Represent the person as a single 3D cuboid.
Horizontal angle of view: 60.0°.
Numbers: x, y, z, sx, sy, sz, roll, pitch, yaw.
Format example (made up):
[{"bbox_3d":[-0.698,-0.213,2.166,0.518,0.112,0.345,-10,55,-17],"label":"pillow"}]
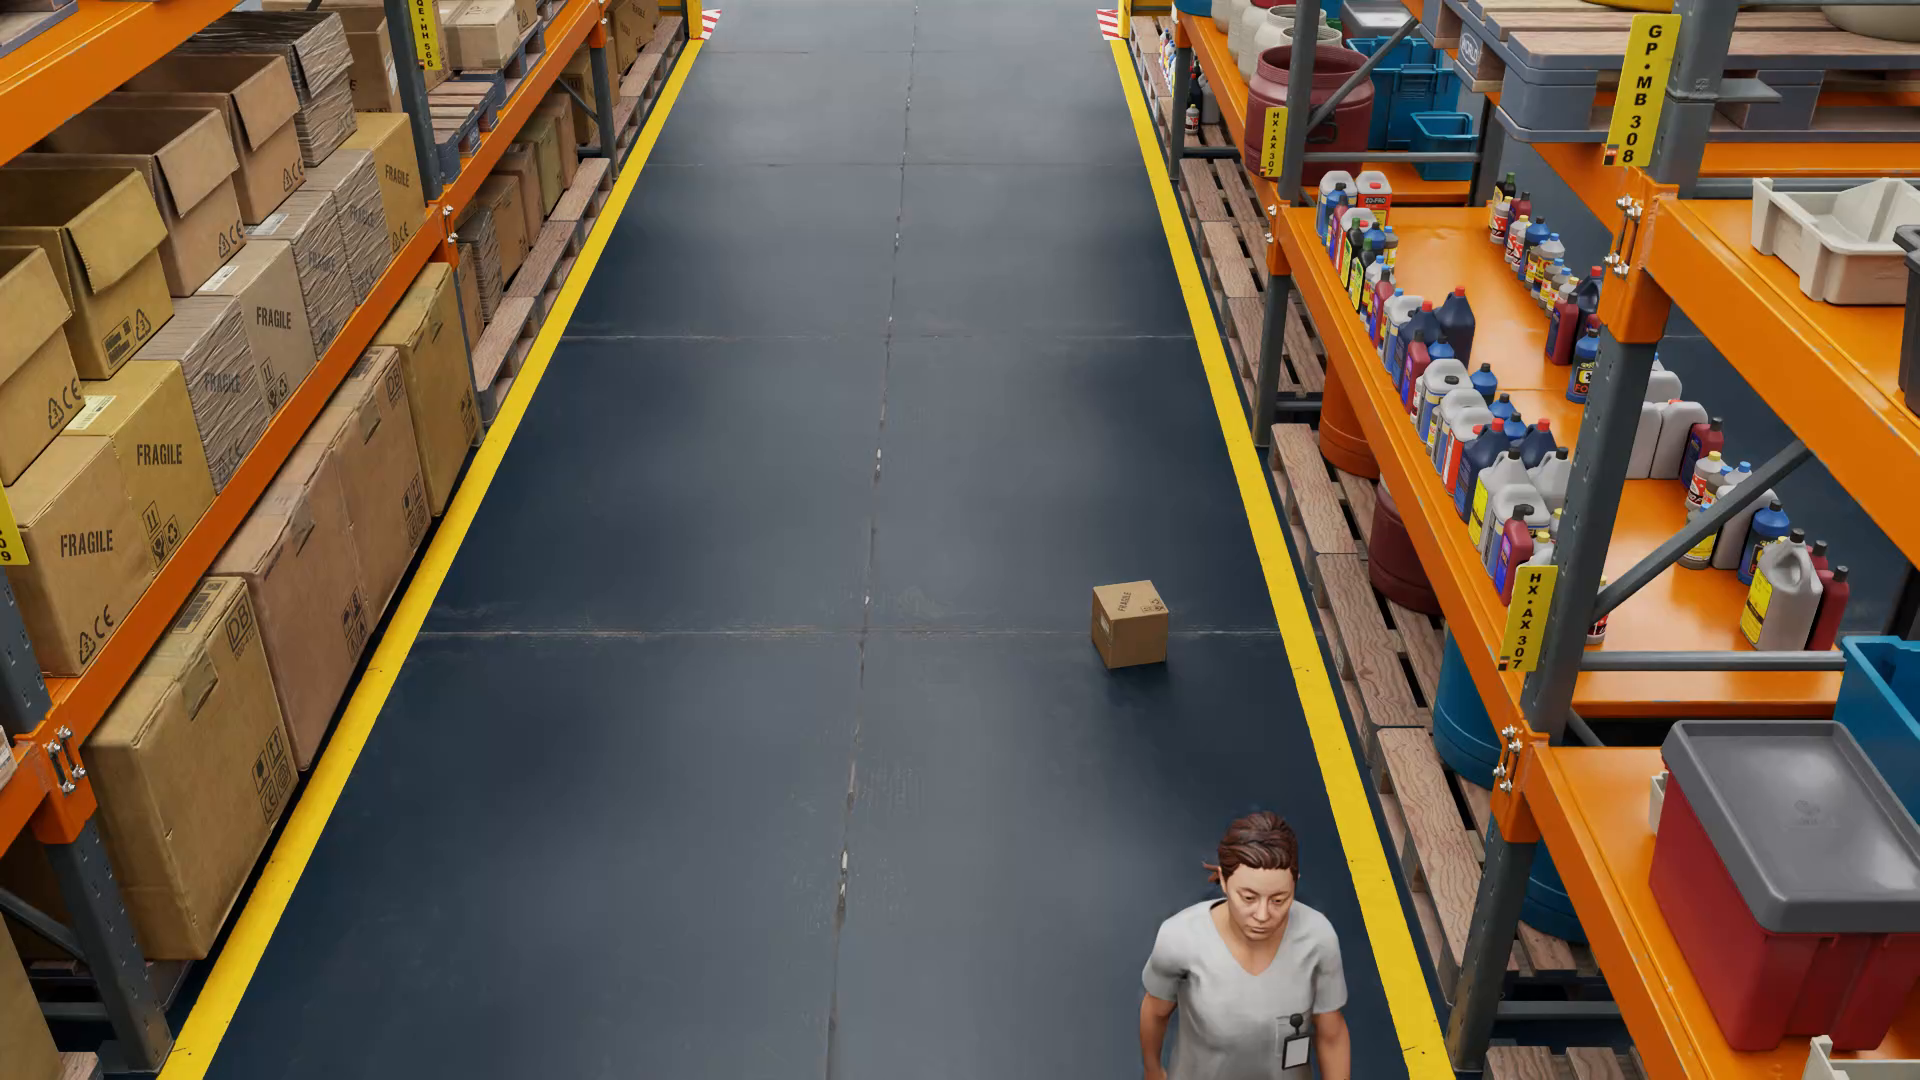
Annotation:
[{"bbox_3d":[0.667,1.379,3.893,0.464,1.672,0.834,-3,32,-5],"label":"person"}]
